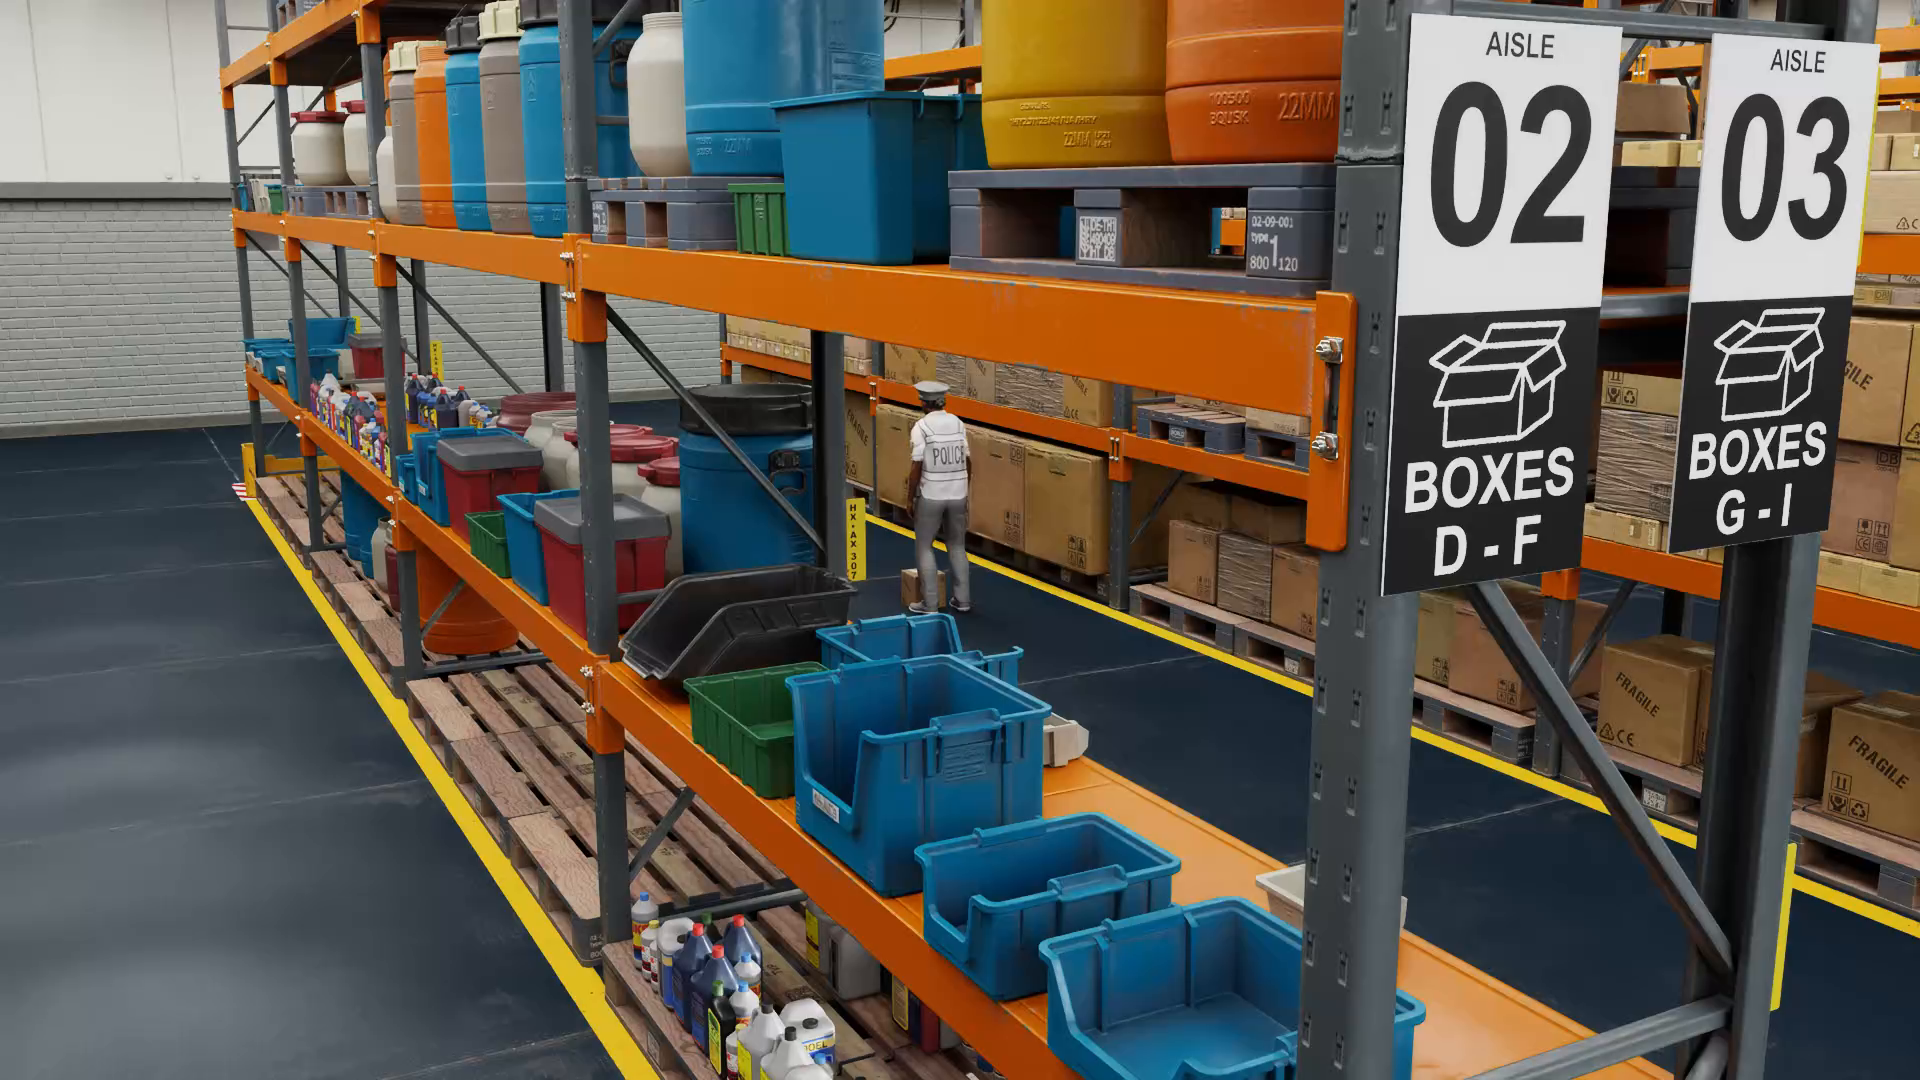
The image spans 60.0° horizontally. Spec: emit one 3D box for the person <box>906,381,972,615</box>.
[{"bbox_3d":[-0.143,-0.293,11.859,0.506,1.660,0.392,-6,13,-27],"label":"person"}]
